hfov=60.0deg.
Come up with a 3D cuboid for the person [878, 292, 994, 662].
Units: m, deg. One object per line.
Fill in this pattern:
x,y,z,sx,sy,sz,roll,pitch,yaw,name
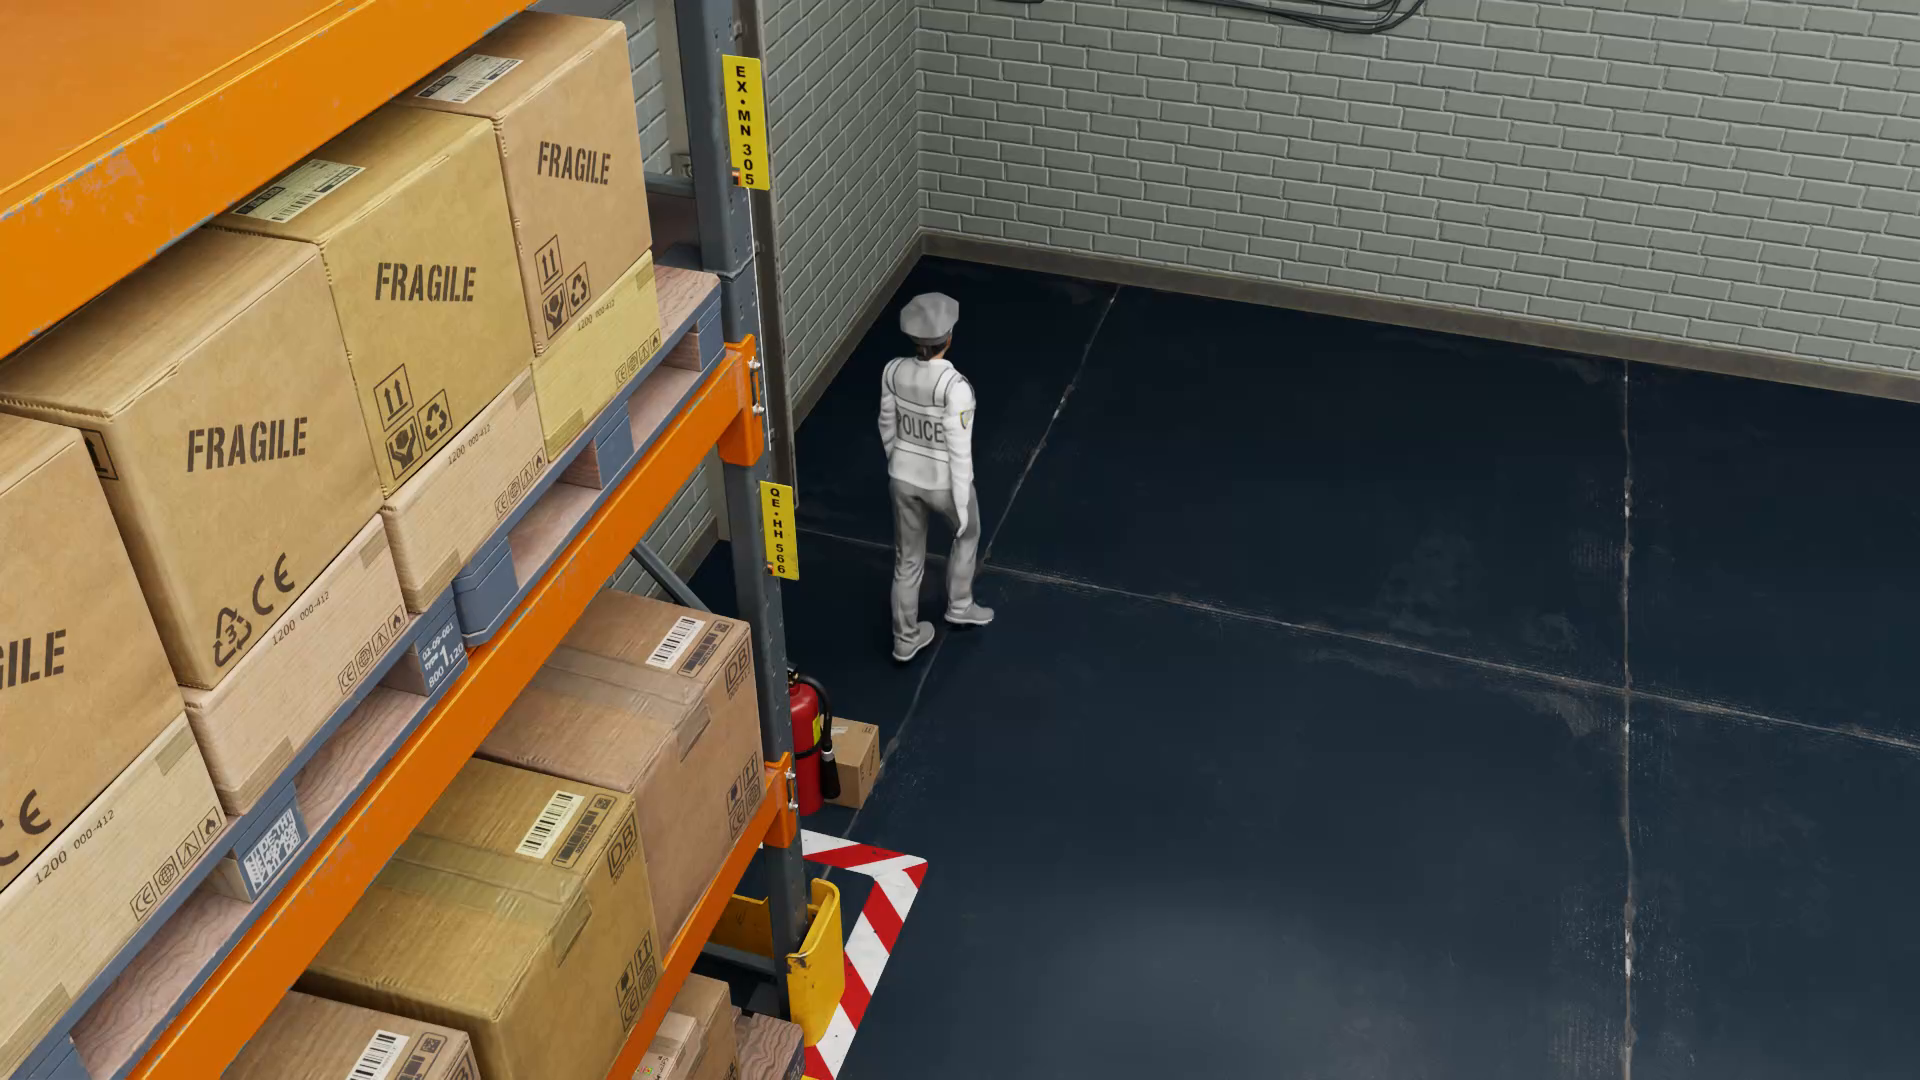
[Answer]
-0.152,-0.228,7.199,0.508,1.715,0.576,17,40,21,person
